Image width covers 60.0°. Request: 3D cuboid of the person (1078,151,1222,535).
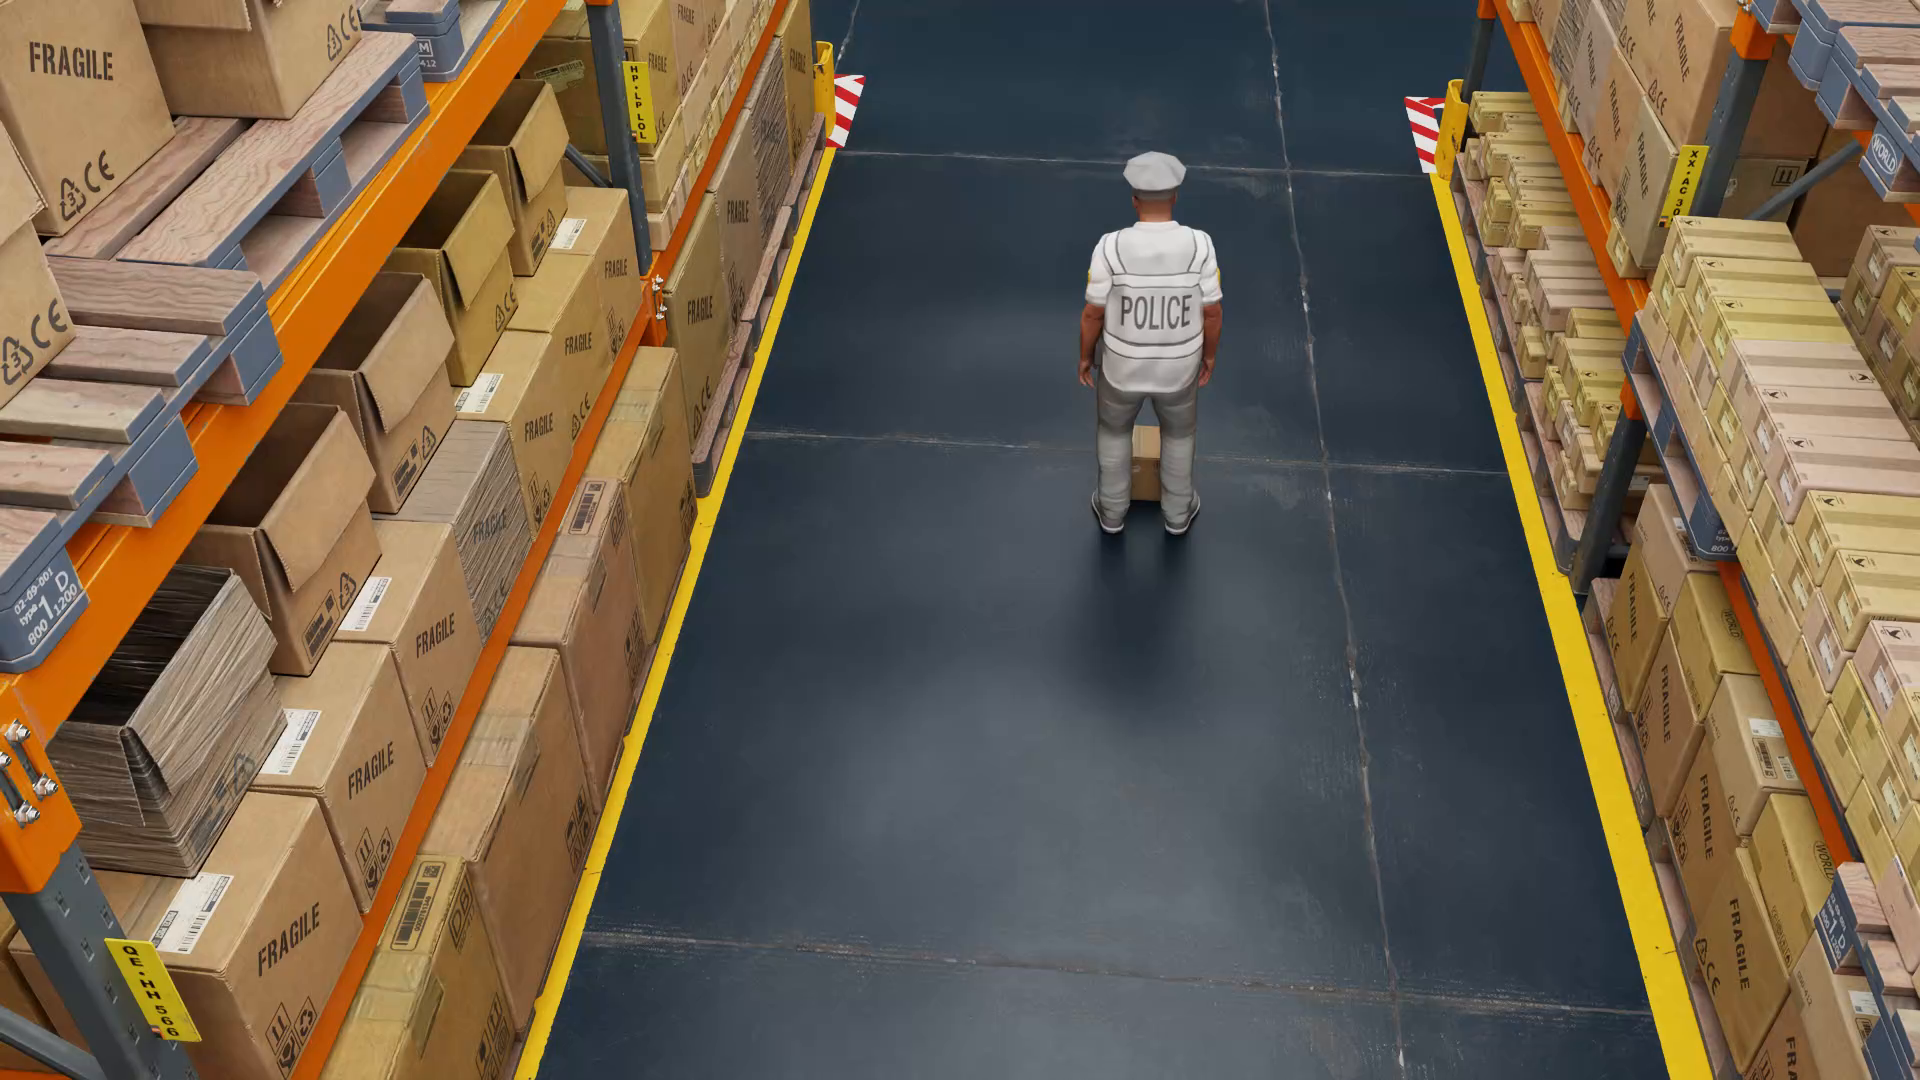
[{"bbox_3d":[0.804,-0.760,7.062,0.606,1.748,0.435,1,40,1],"label":"person"}]
